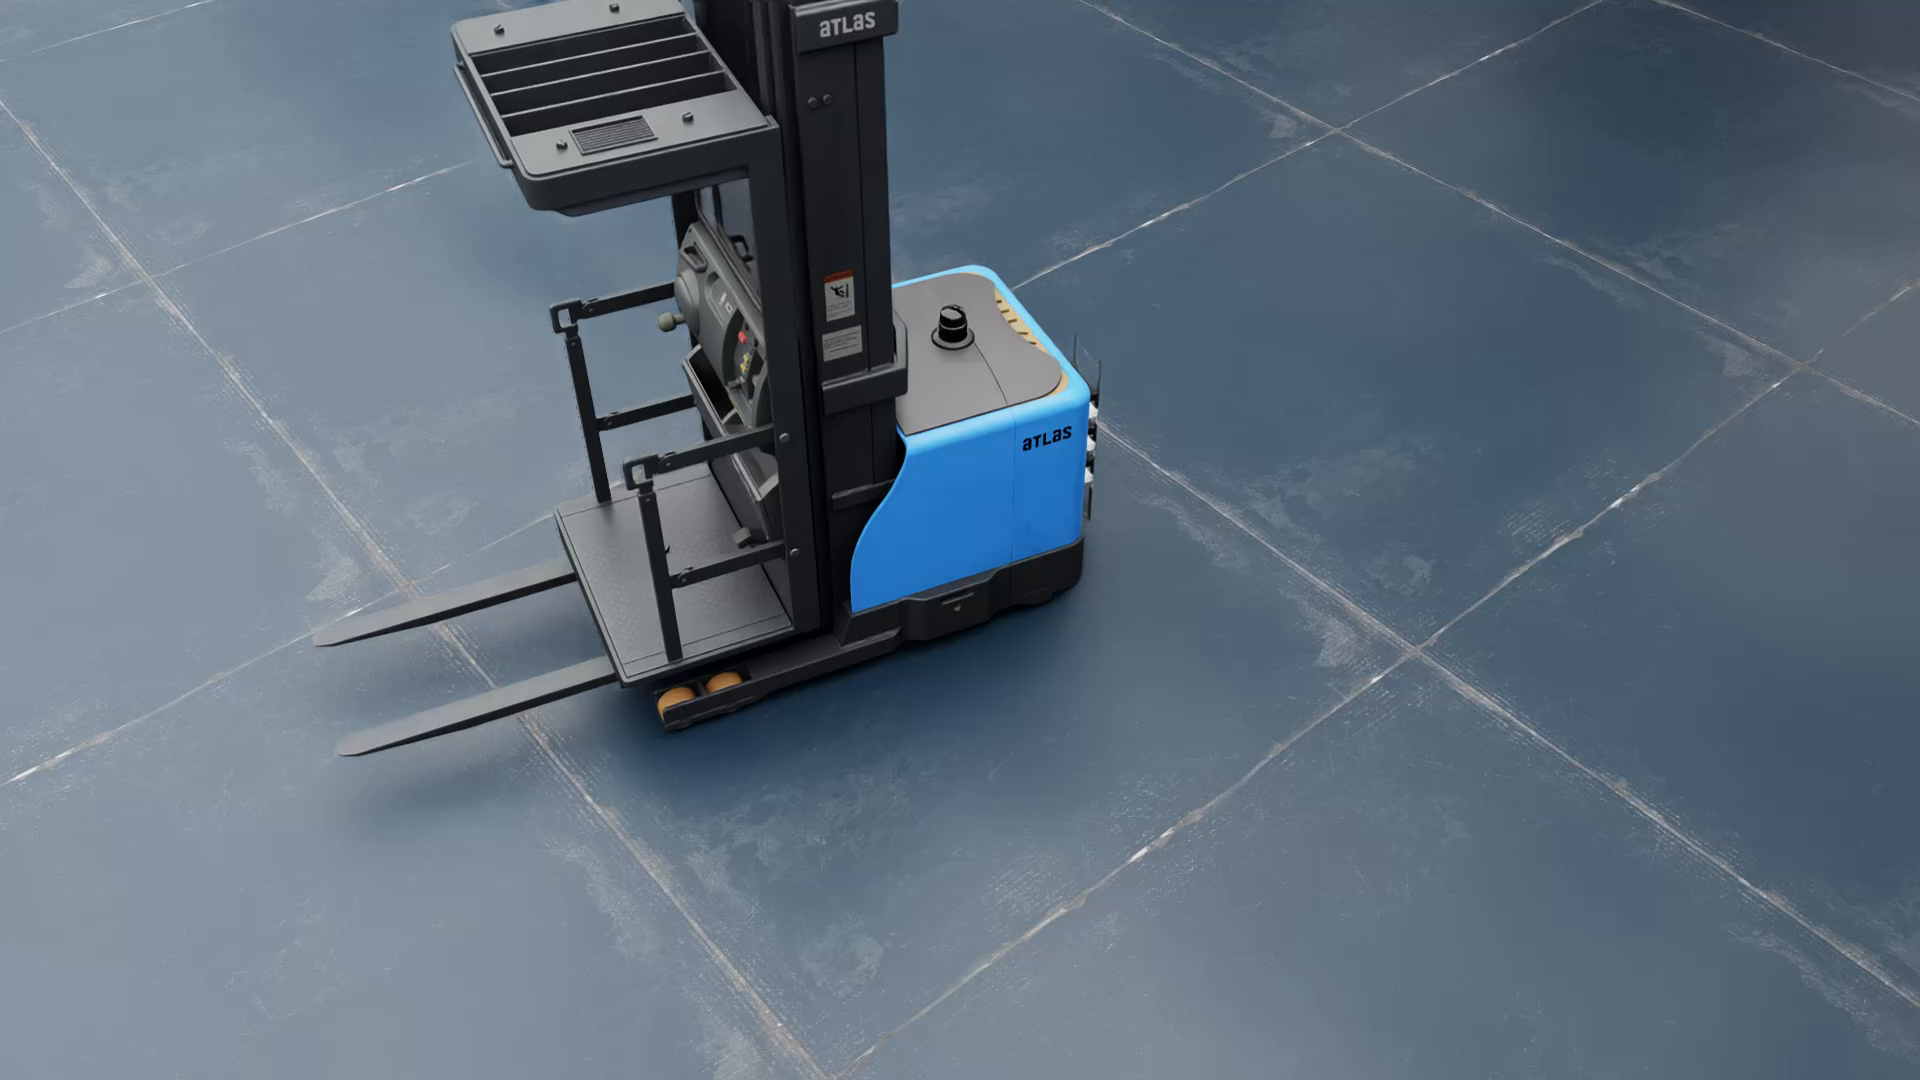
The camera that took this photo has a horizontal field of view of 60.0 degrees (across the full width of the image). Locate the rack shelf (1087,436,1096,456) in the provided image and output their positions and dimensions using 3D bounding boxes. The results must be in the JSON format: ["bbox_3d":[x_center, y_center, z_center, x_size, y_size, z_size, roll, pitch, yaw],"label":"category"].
[{"bbox_3d":[0.435,-0.435,7.159,0.200,0.077,0.258,-17,46,-18],"label":"rack shelf"}]

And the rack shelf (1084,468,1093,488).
[{"bbox_3d":[0.435,-0.304,7.282,0.200,0.077,0.258,-17,46,-18],"label":"rack shelf"}]

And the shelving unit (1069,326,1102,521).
[{"bbox_3d":[0.435,-0.460,7.136,0.210,0.900,0.258,-17,46,-18],"label":"shelving unit"}]

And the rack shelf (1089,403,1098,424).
[{"bbox_3d":[0.435,-0.567,7.035,0.200,0.077,0.258,-17,46,-18],"label":"rack shelf"}]

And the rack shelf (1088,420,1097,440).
[{"bbox_3d":[0.435,-0.501,7.097,0.200,0.077,0.258,-17,46,-18],"label":"rack shelf"}]

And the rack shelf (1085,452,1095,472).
[{"bbox_3d":[0.435,-0.370,7.220,0.200,0.077,0.258,-17,46,-18],"label":"rack shelf"}]

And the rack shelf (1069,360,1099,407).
[{"bbox_3d":[0.435,-0.632,6.974,0.200,0.077,0.258,-17,46,-18],"label":"rack shelf"}]

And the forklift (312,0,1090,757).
[{"bbox_3d":[-1.045,-0.744,5.955,3.031,2.935,1.130,-17,46,-18],"label":"forklift"}]

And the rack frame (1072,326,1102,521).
[{"bbox_3d":[0.528,-0.488,7.166,0.006,0.900,0.240,-17,46,-18],"label":"rack frame"}]
